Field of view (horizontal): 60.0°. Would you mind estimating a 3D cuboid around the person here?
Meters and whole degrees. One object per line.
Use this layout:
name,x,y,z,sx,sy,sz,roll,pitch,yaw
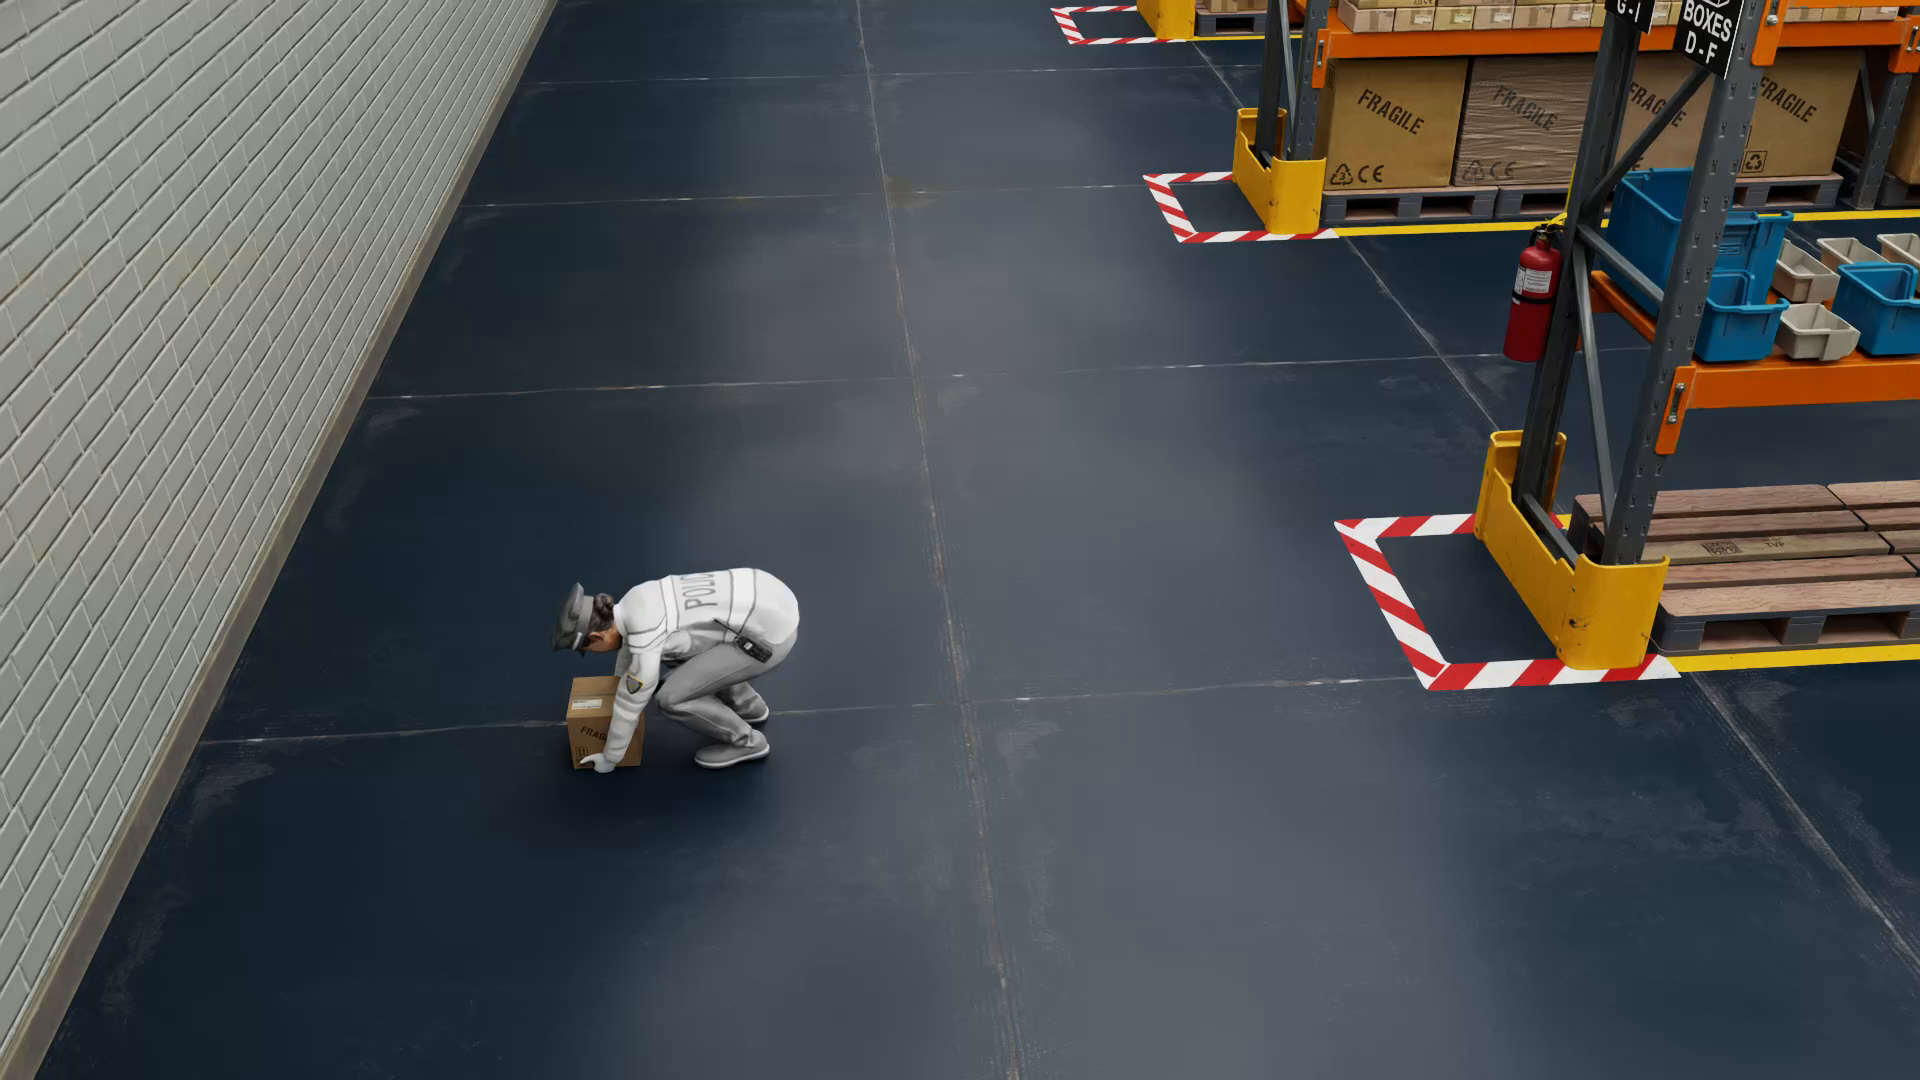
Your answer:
person,-1.054,0.472,6.255,0.915,0.763,0.455,-4,31,-6
